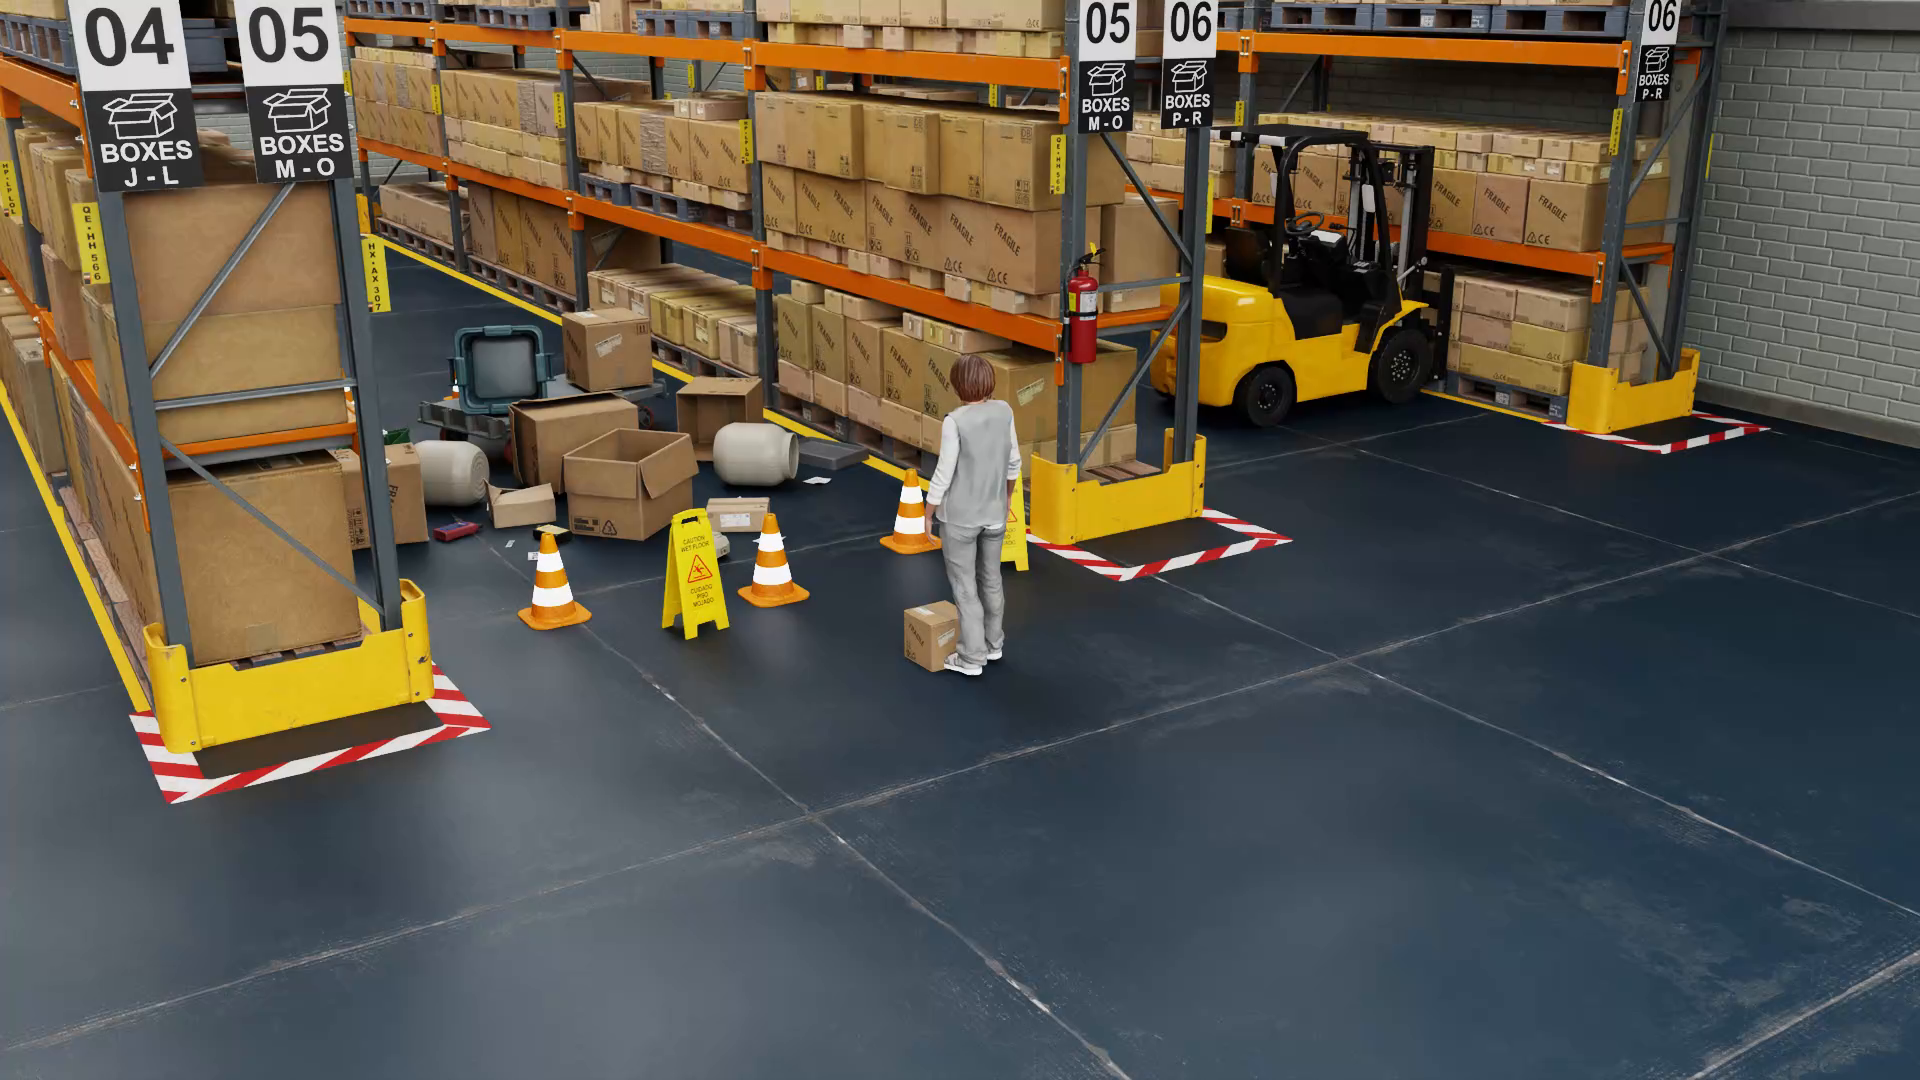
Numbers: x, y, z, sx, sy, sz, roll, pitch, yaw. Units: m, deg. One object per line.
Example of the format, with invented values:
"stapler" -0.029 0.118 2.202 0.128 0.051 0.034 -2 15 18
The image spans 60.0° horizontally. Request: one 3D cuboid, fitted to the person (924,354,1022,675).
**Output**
"person" 0.026 -0.127 7.927 0.521 1.600 0.472 -12 22 -31
